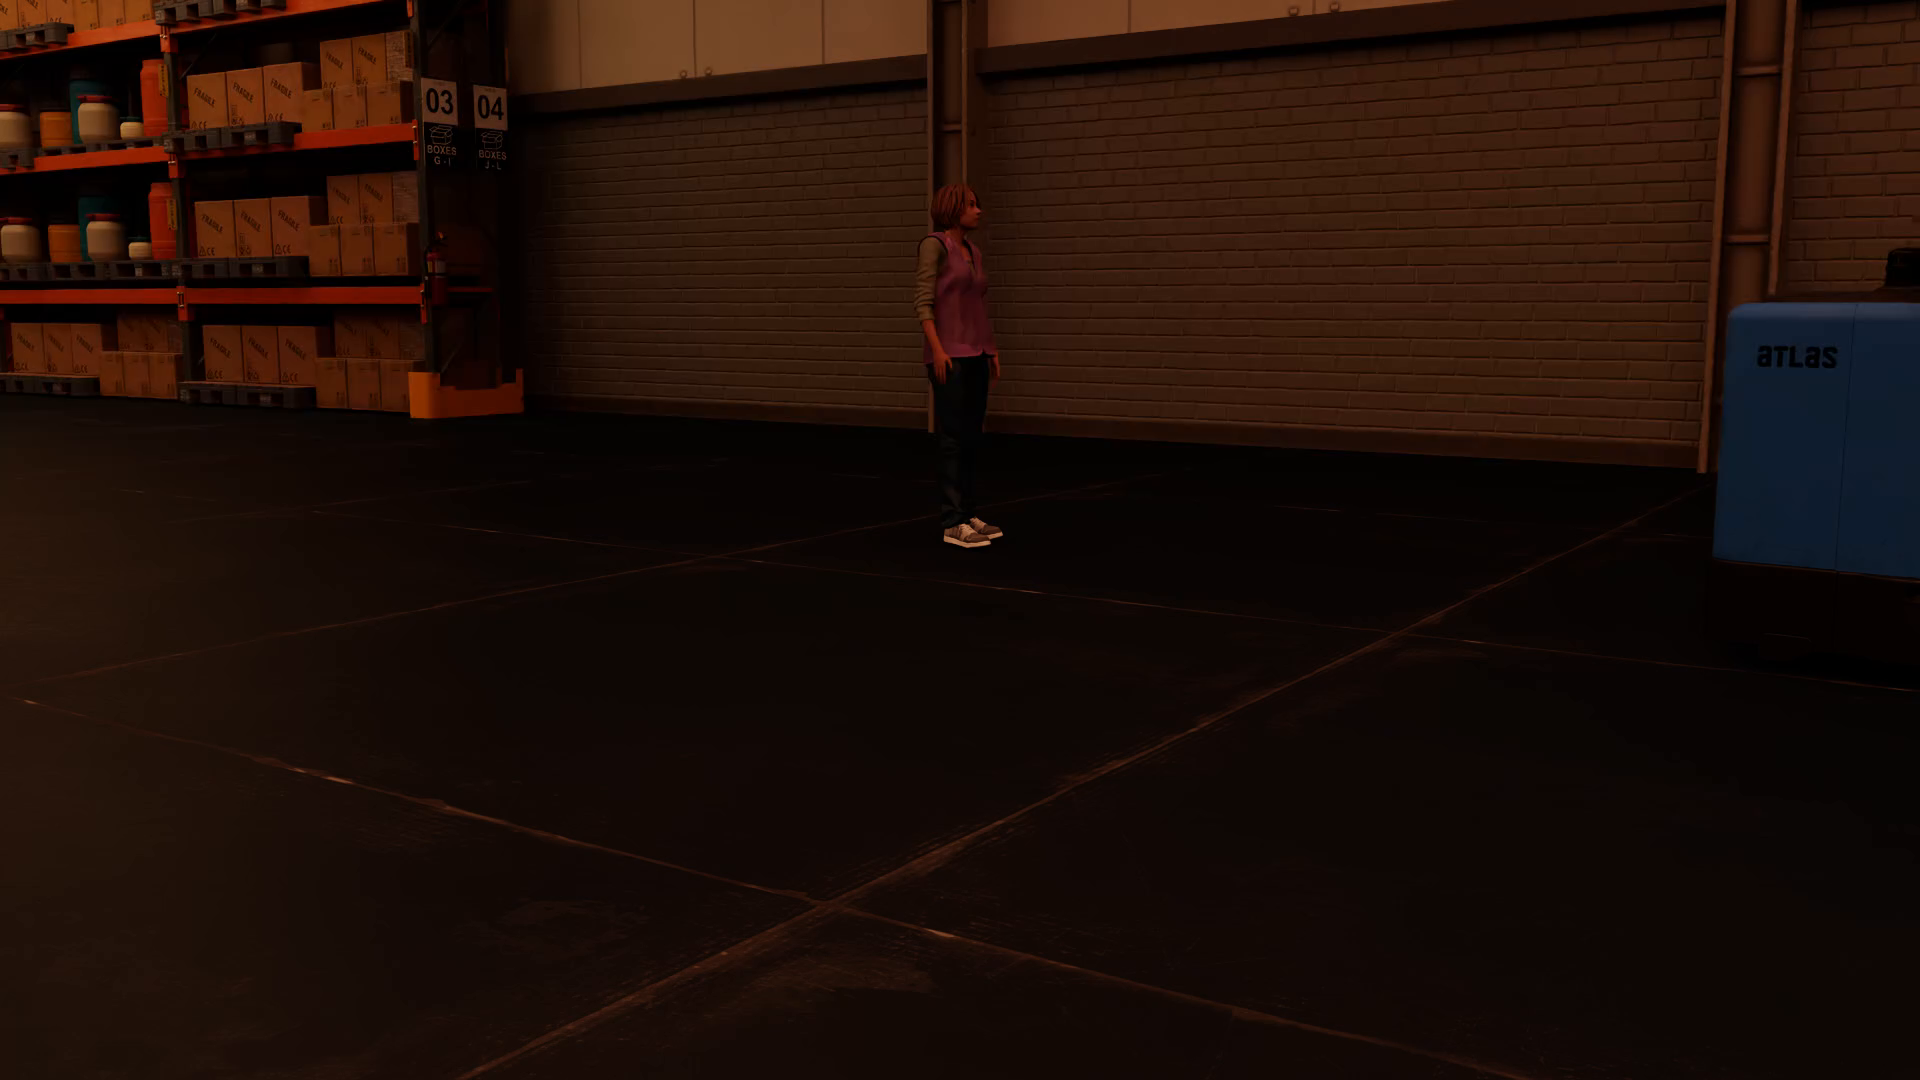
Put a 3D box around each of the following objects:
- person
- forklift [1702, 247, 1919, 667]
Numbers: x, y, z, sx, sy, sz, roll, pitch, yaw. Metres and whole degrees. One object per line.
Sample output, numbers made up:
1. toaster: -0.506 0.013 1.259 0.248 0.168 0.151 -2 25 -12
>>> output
1. person: 0.055 -0.790 7.437 0.472 1.597 0.520 5 10 34
2. forklift: 3.715 -1.006 4.269 3.031 2.935 1.130 7 10 39
